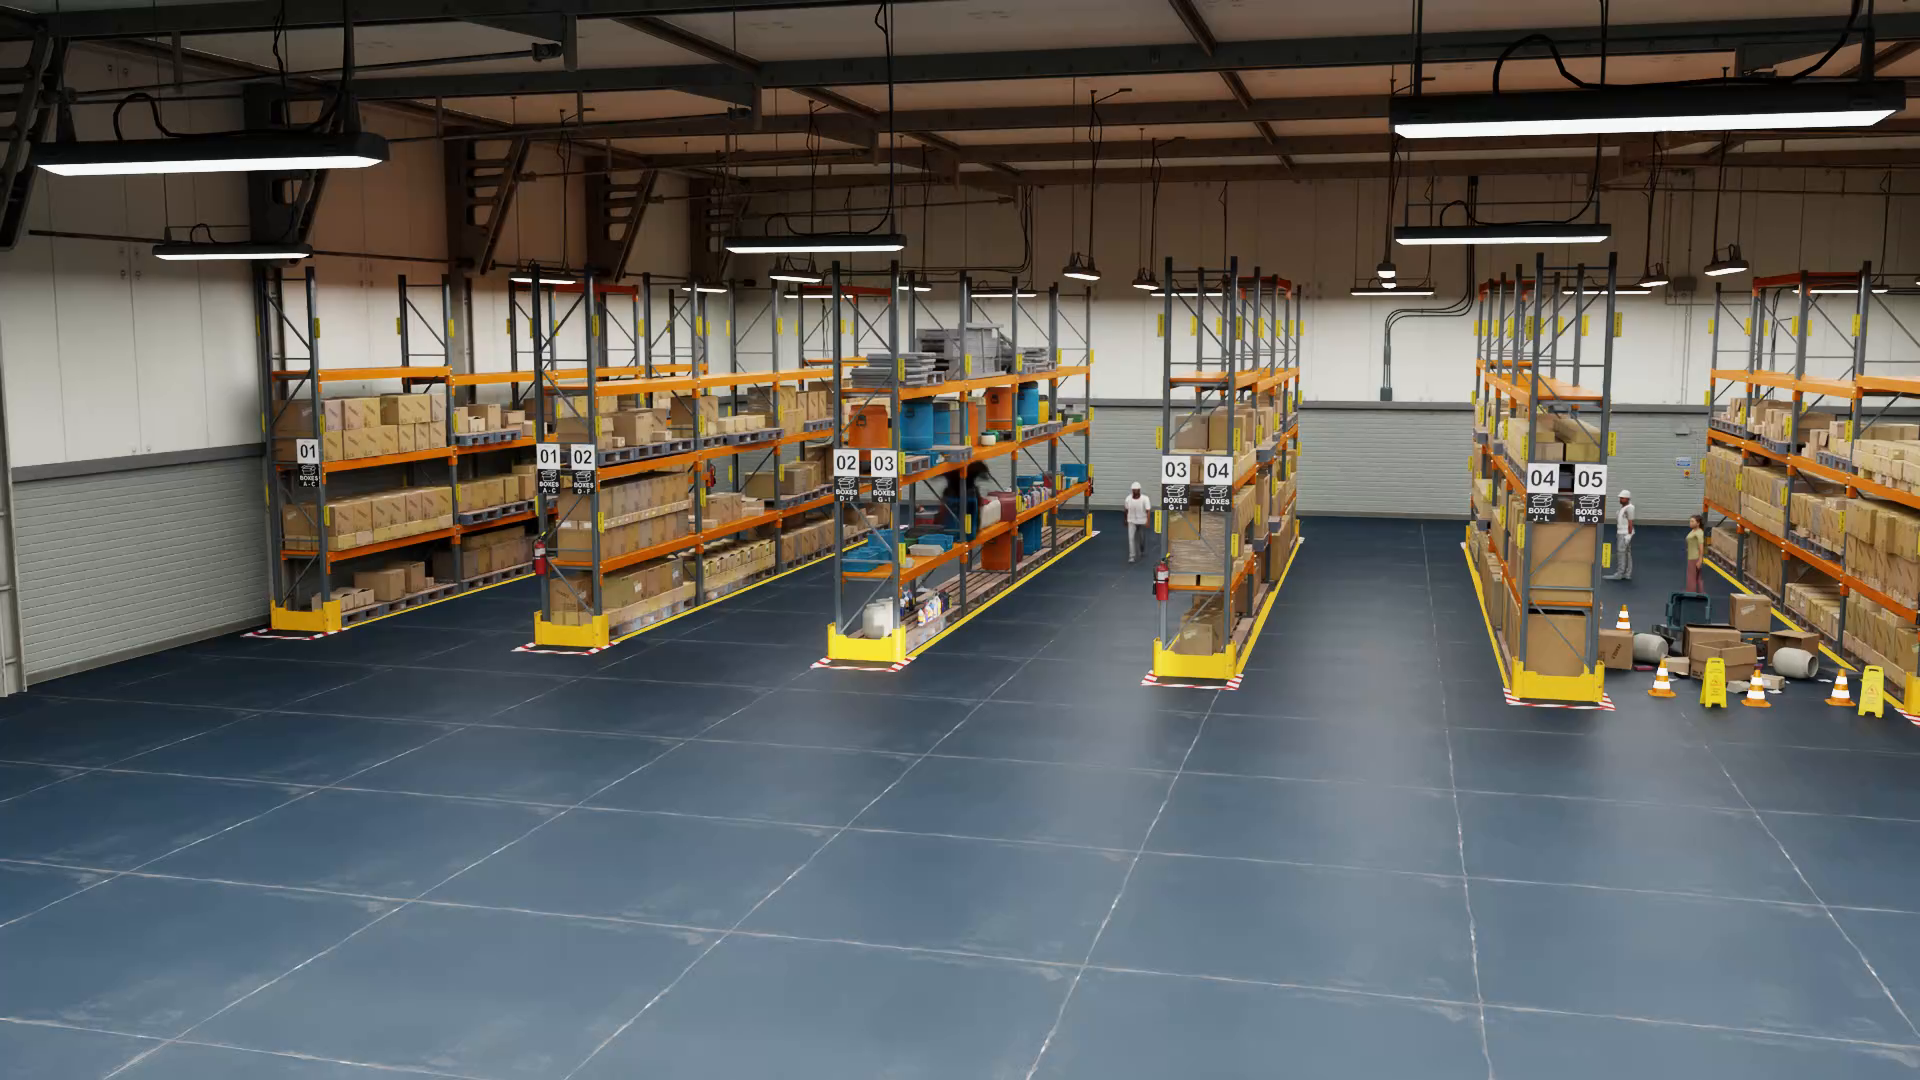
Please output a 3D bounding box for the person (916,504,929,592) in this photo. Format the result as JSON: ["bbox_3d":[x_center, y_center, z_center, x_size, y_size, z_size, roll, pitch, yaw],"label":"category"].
[{"bbox_3d":[-0.767,0.149,31.689,0.365,1.673,0.518,1,7,6],"label":"person"}]

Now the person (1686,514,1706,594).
[{"bbox_3d":[13.303,0.365,30.116,0.452,1.671,0.459,5,9,35],"label":"person"}]

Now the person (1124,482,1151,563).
[{"bbox_3d":[3.816,-0.388,35.857,0.600,1.722,1.080,1,7,11],"label":"person"}]

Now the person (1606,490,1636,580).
[{"bbox_3d":[13.301,-0.108,33.383,0.492,1.787,0.608,4,8,27],"label":"person"}]
